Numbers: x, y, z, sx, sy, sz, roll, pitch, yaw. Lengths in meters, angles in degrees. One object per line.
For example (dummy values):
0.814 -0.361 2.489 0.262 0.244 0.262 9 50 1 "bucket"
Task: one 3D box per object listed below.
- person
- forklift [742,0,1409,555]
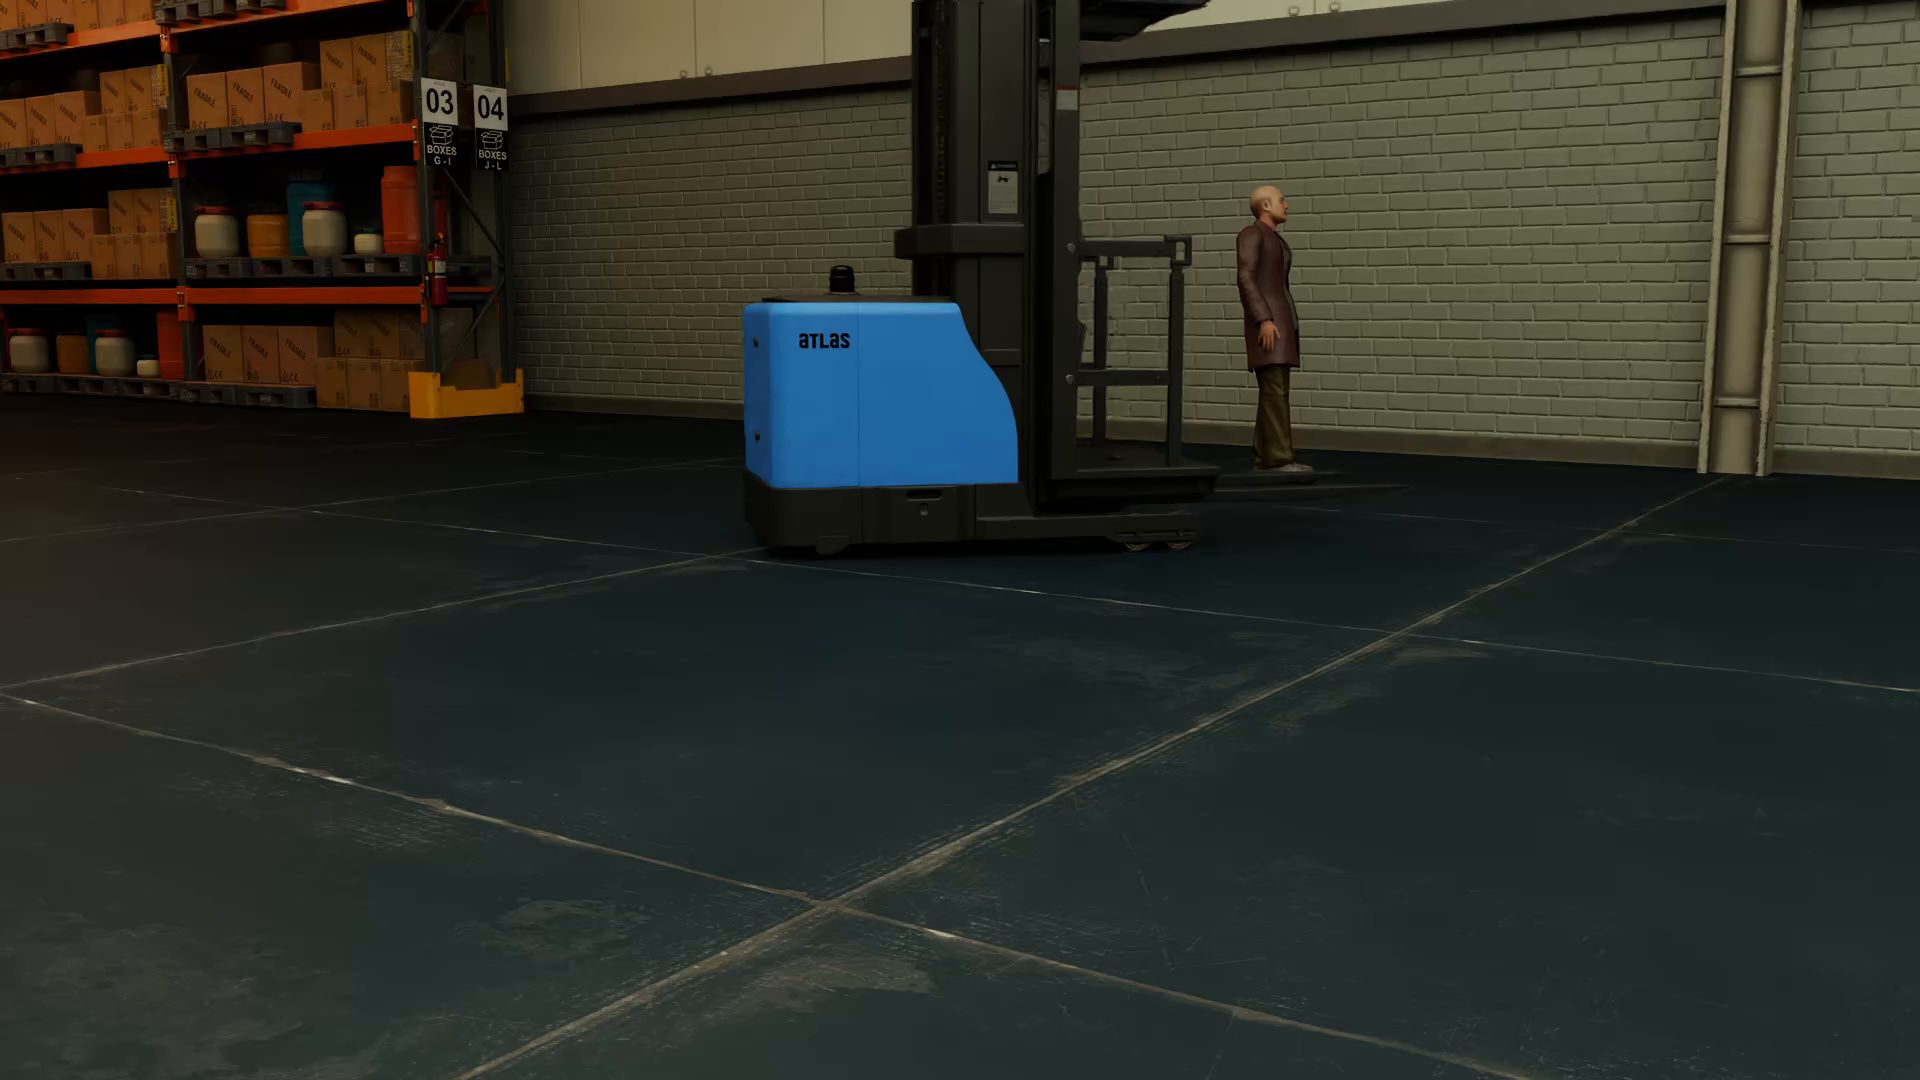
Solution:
2.001 -1.270 10.173 0.583 1.776 0.695 4 9 25 "person"
0.558 -1.475 7.565 3.031 2.935 1.130 -2 8 -14 "forklift"
